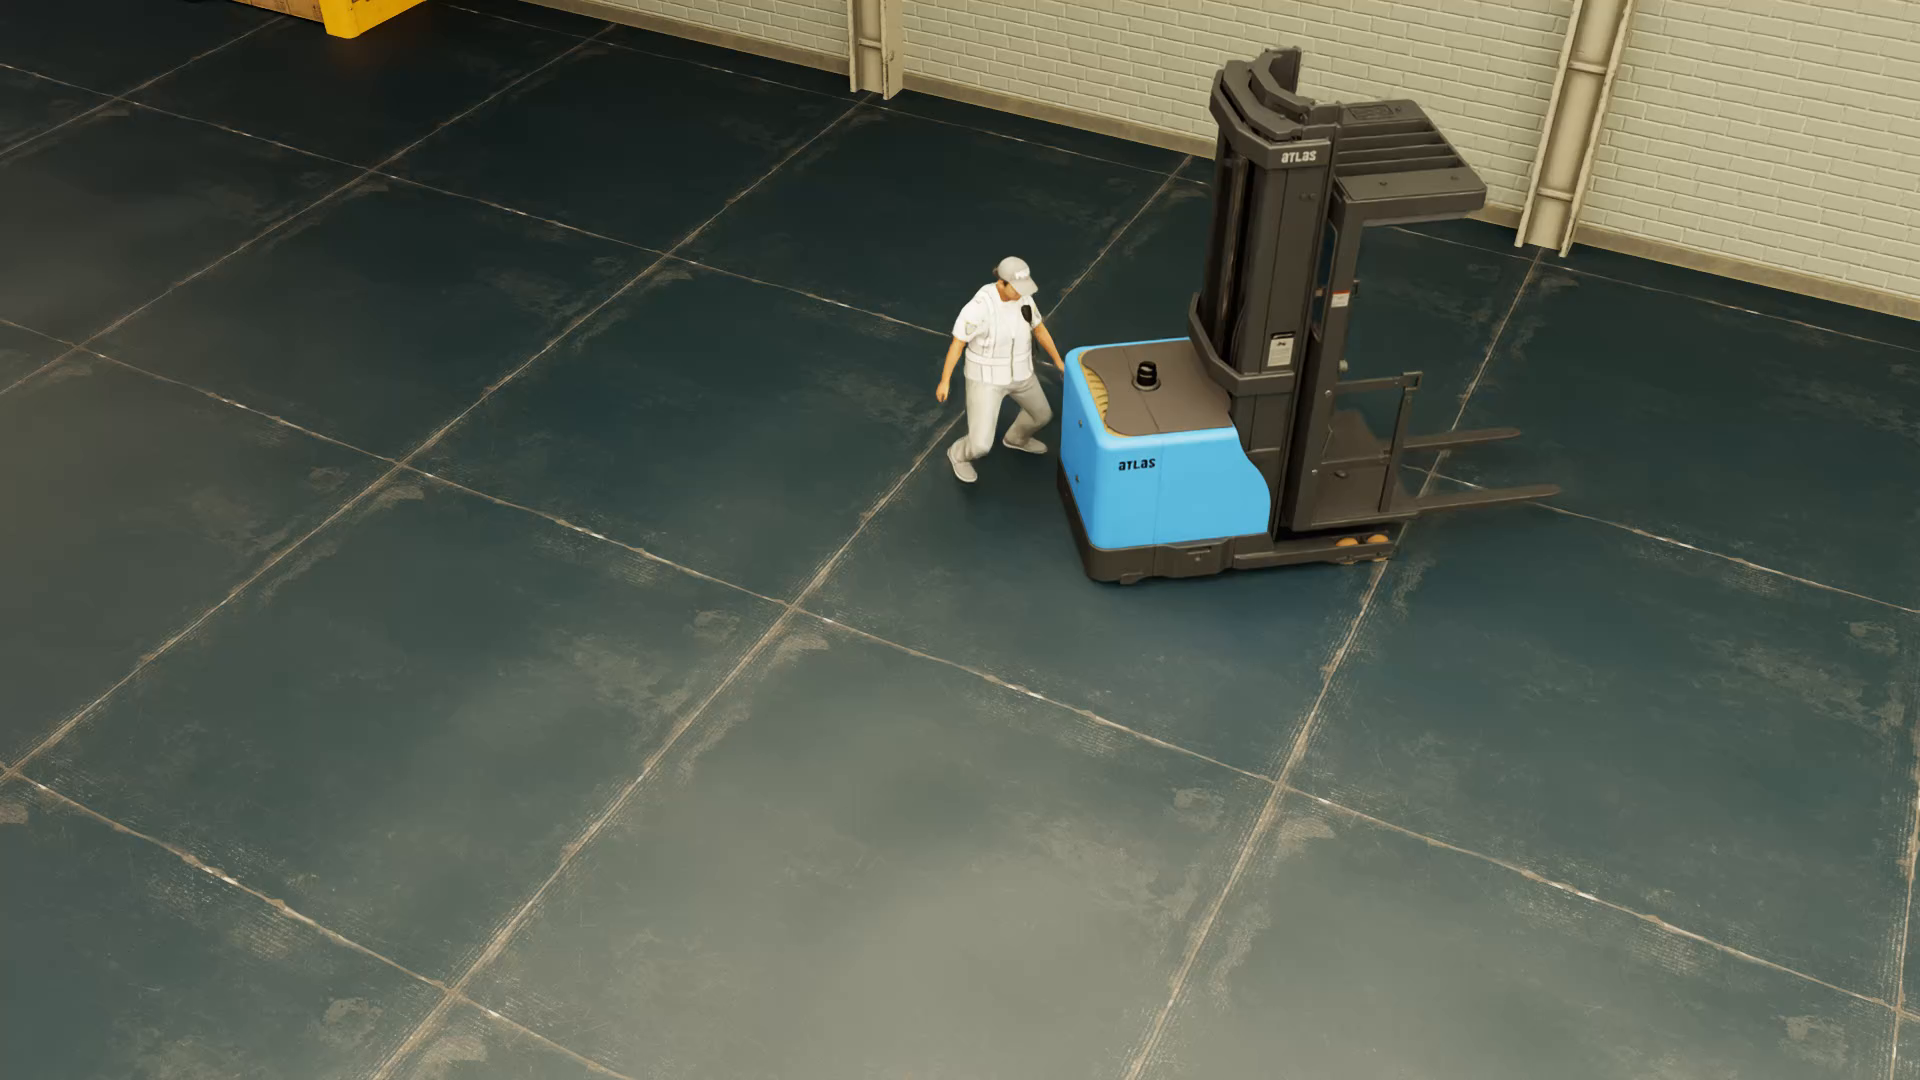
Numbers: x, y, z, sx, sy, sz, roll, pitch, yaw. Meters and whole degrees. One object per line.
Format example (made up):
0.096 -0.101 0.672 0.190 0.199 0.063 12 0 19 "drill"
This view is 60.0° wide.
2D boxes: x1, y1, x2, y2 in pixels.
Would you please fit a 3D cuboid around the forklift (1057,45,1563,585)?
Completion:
2.178 -1.301 9.532 3.031 2.935 1.130 -6 40 -7 "forklift"

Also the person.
0.257 -1.028 10.289 0.850 1.571 0.541 -19 44 -21 "person"
